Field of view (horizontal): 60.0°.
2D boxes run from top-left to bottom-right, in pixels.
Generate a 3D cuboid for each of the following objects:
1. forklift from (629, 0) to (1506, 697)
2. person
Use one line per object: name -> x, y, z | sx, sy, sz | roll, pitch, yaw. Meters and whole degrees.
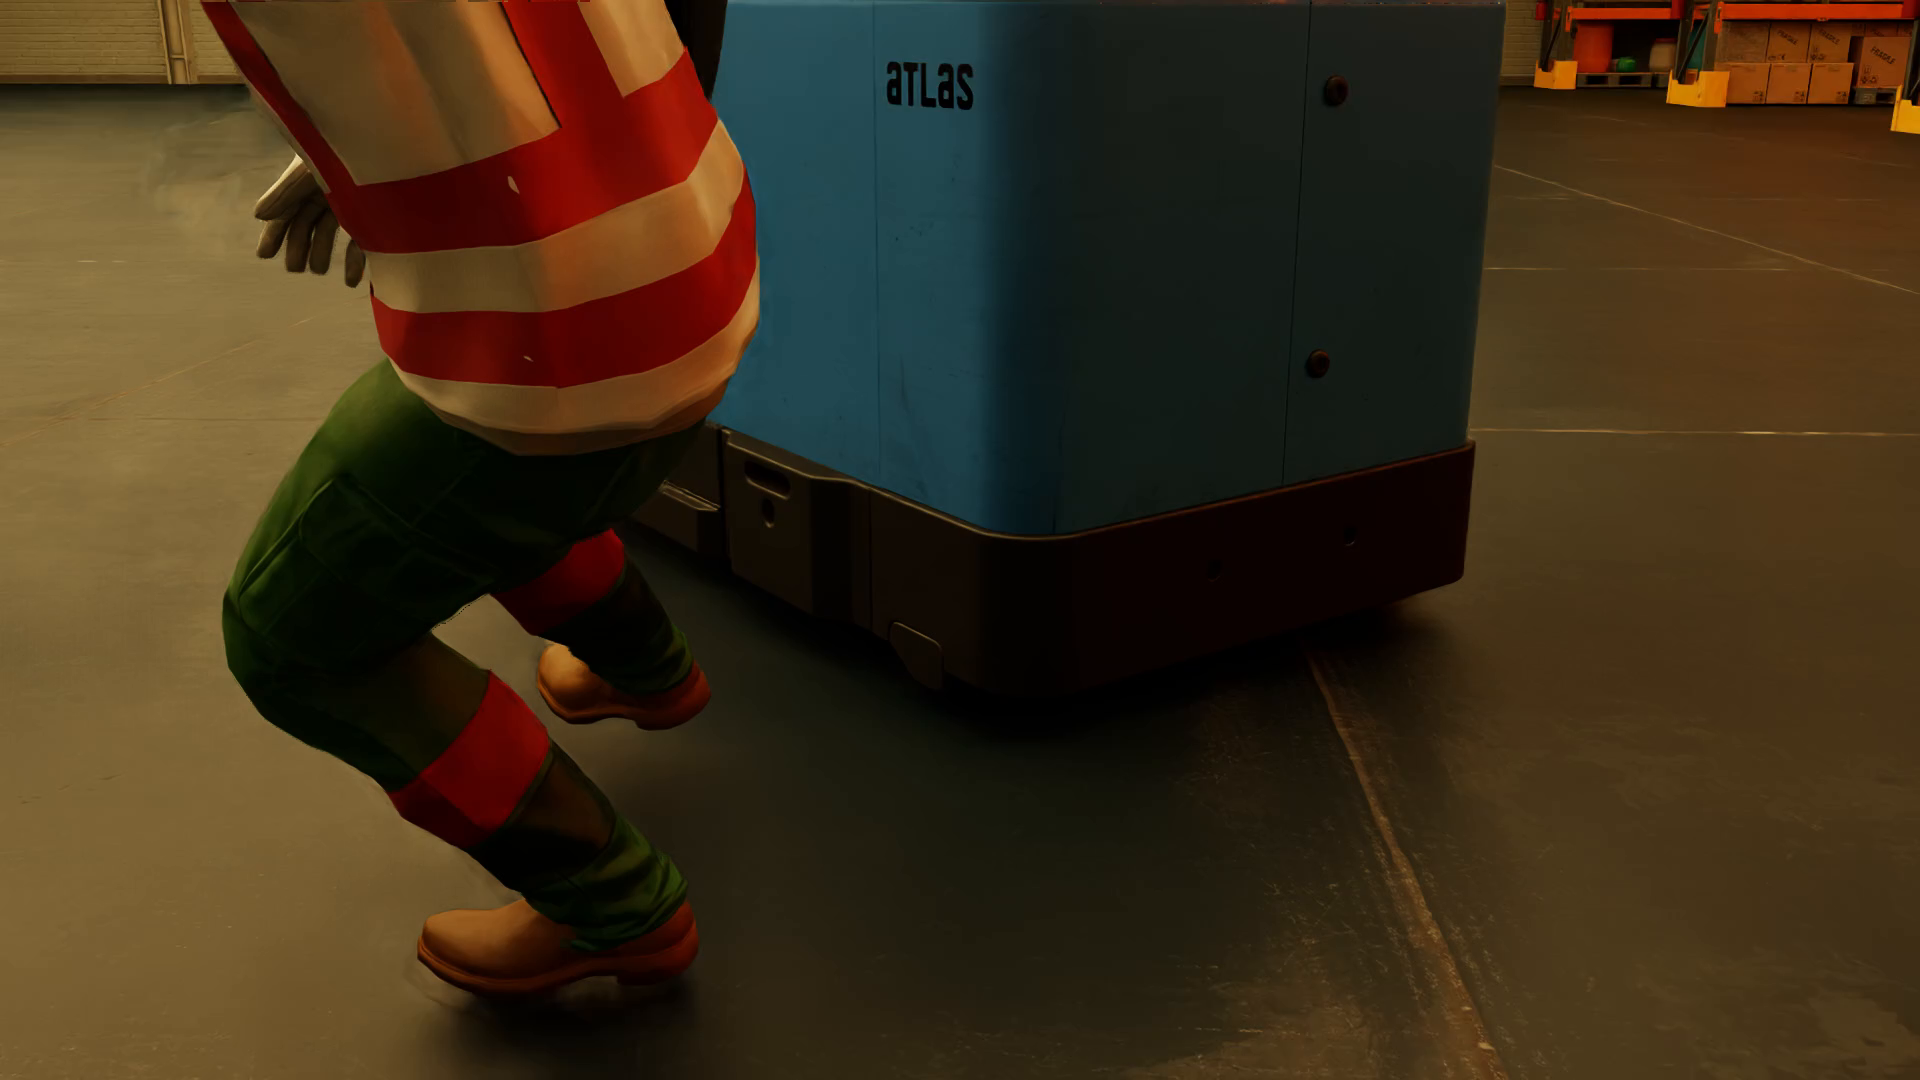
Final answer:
forklift -> -0.376, -1.546, 3.408 | 1.130, 2.935, 3.031 | -12, 21, -34
person -> -0.620, -0.261, 1.582 | 0.905, 1.507, 1.224 | 1, 17, 4
